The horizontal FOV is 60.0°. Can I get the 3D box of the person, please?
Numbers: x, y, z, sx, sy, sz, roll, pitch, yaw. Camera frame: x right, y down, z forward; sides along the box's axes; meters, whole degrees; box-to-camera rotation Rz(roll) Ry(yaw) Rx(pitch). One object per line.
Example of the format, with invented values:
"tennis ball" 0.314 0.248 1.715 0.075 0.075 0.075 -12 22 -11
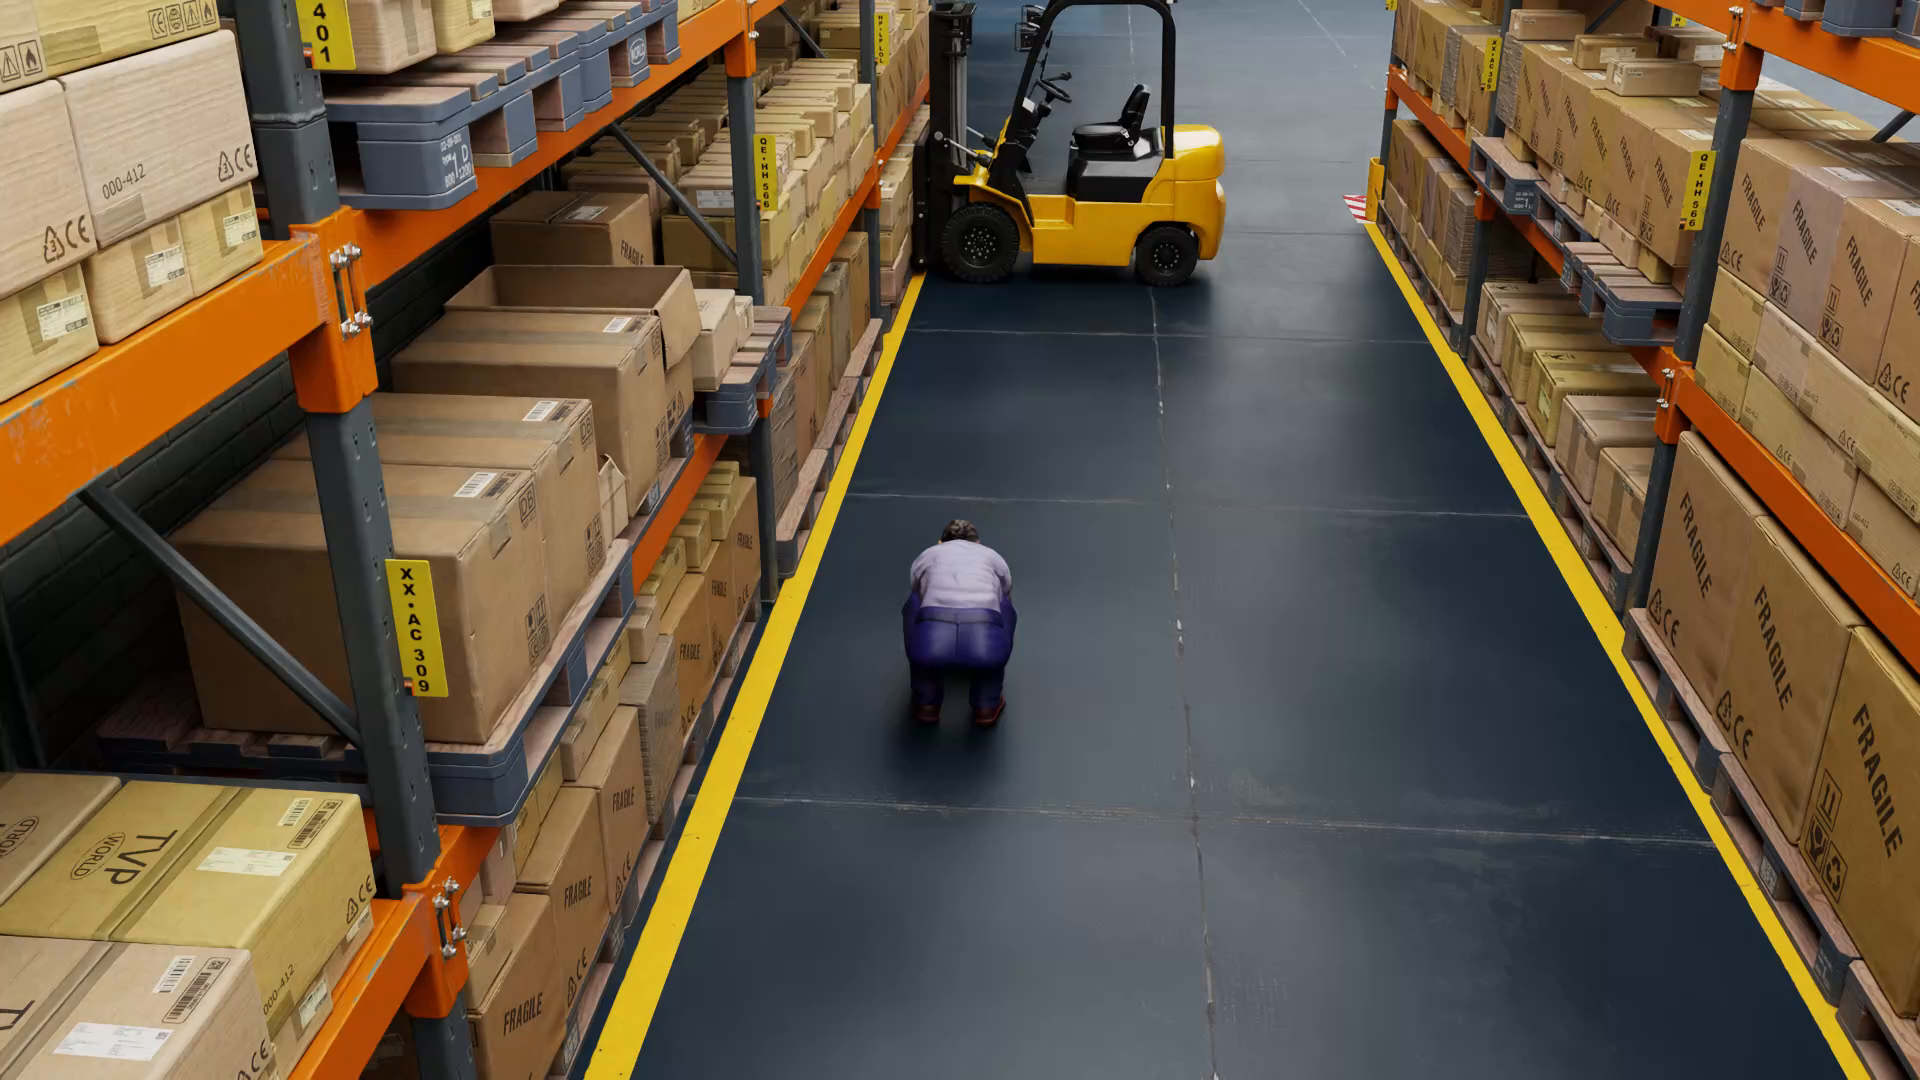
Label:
"person" -0.005 0.356 7.022 0.491 0.720 0.962 1 25 3
